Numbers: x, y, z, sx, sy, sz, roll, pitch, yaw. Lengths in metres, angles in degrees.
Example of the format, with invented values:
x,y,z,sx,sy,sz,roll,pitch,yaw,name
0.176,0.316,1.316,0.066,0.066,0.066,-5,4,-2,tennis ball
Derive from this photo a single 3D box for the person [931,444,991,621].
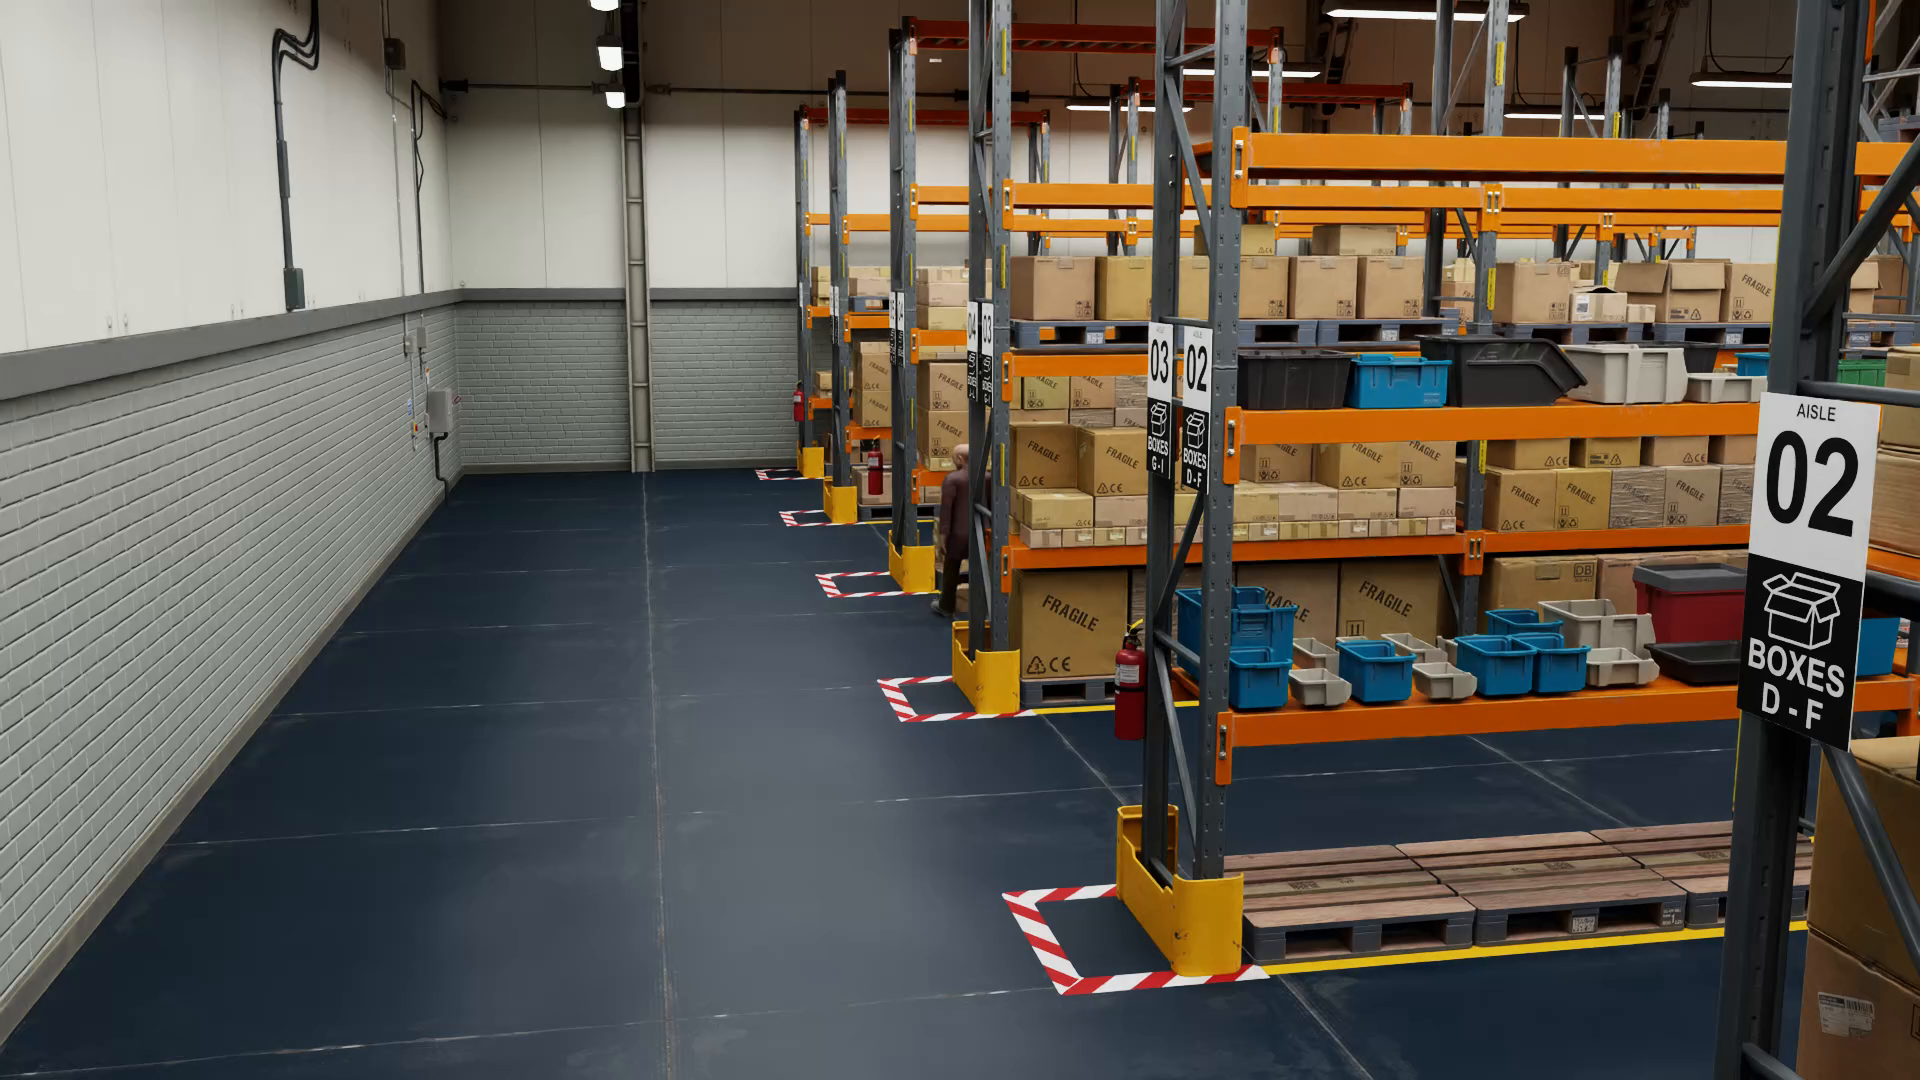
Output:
x,y,z,sx,sy,sz,roll,pitch,yaw,name
0.108,-0.072,16.425,0.697,1.761,0.901,-2,10,-12,person
